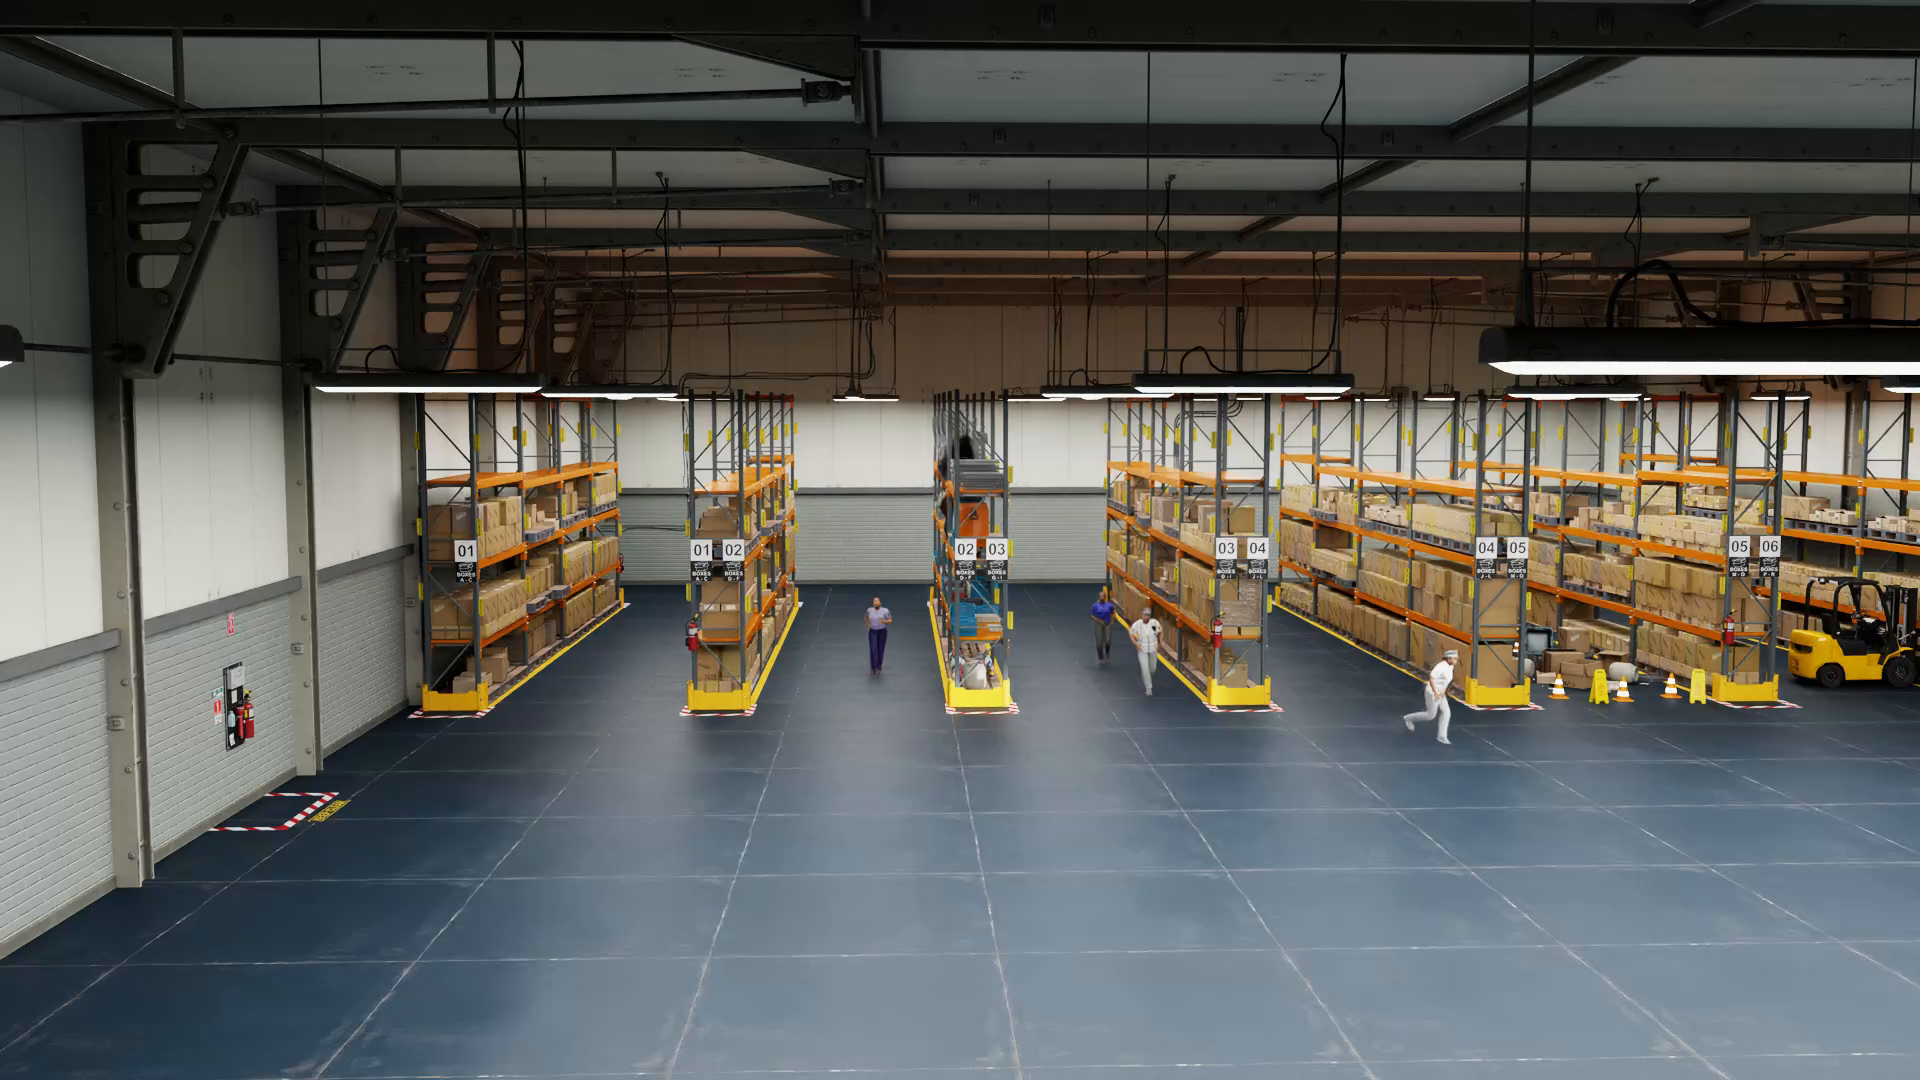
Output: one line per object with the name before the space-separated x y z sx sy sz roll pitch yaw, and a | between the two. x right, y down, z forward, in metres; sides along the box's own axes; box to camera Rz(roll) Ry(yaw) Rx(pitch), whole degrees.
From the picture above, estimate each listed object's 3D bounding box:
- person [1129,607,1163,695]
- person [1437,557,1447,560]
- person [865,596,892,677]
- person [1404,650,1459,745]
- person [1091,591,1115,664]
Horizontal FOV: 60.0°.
person | 3.701 2.188 33.113 0.678 1.763 0.830 0 5 -5
person | 14.570 0.812 49.494 0.863 1.771 0.657 -1 5 -14
person | -1.721 2.046 35.279 0.575 1.718 0.756 0 5 -2
person | 8.027 2.643 28.299 0.914 1.631 0.584 3 6 34
person | 3.155 1.936 36.541 0.562 1.618 0.562 0 5 0
